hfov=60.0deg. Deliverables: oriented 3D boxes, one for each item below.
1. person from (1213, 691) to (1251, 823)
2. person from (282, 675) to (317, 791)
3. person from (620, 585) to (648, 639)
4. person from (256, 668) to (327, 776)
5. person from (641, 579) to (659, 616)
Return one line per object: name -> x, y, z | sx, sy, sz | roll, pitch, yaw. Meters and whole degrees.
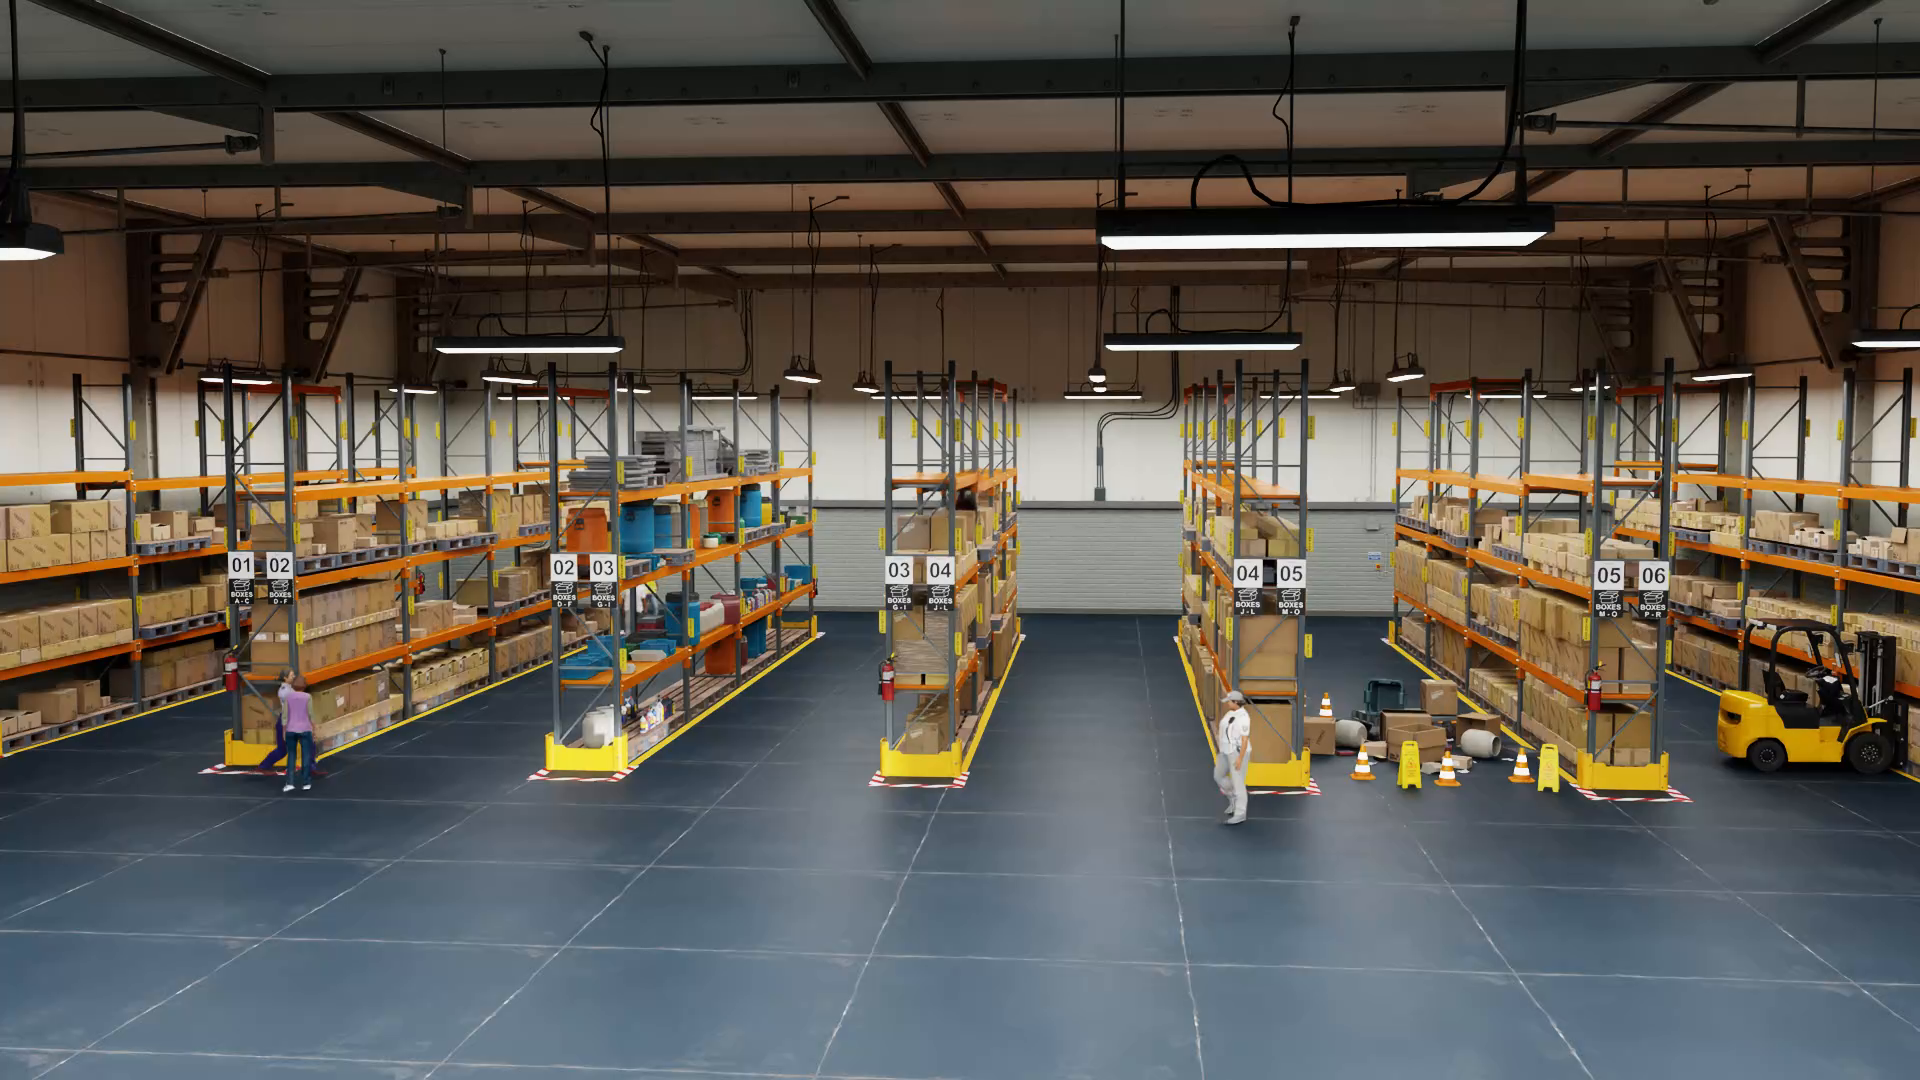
person -> 3.529, 2.763, 21.400 | 0.451, 1.680, 0.592 | -1, 4, -21
person -> -9.203, 2.689, 23.139 | 0.459, 1.616, 0.316 | 0, 4, -5
person -> -7.502, 1.628, 38.258 | 0.685, 1.726, 1.031 | 0, 4, 3
person -> -9.623, 2.632, 23.899 | 0.950, 1.594, 0.537 | 0, 4, 6
person -> -7.823, 1.362, 41.791 | 0.596, 1.703, 1.033 | -2, 4, -24
